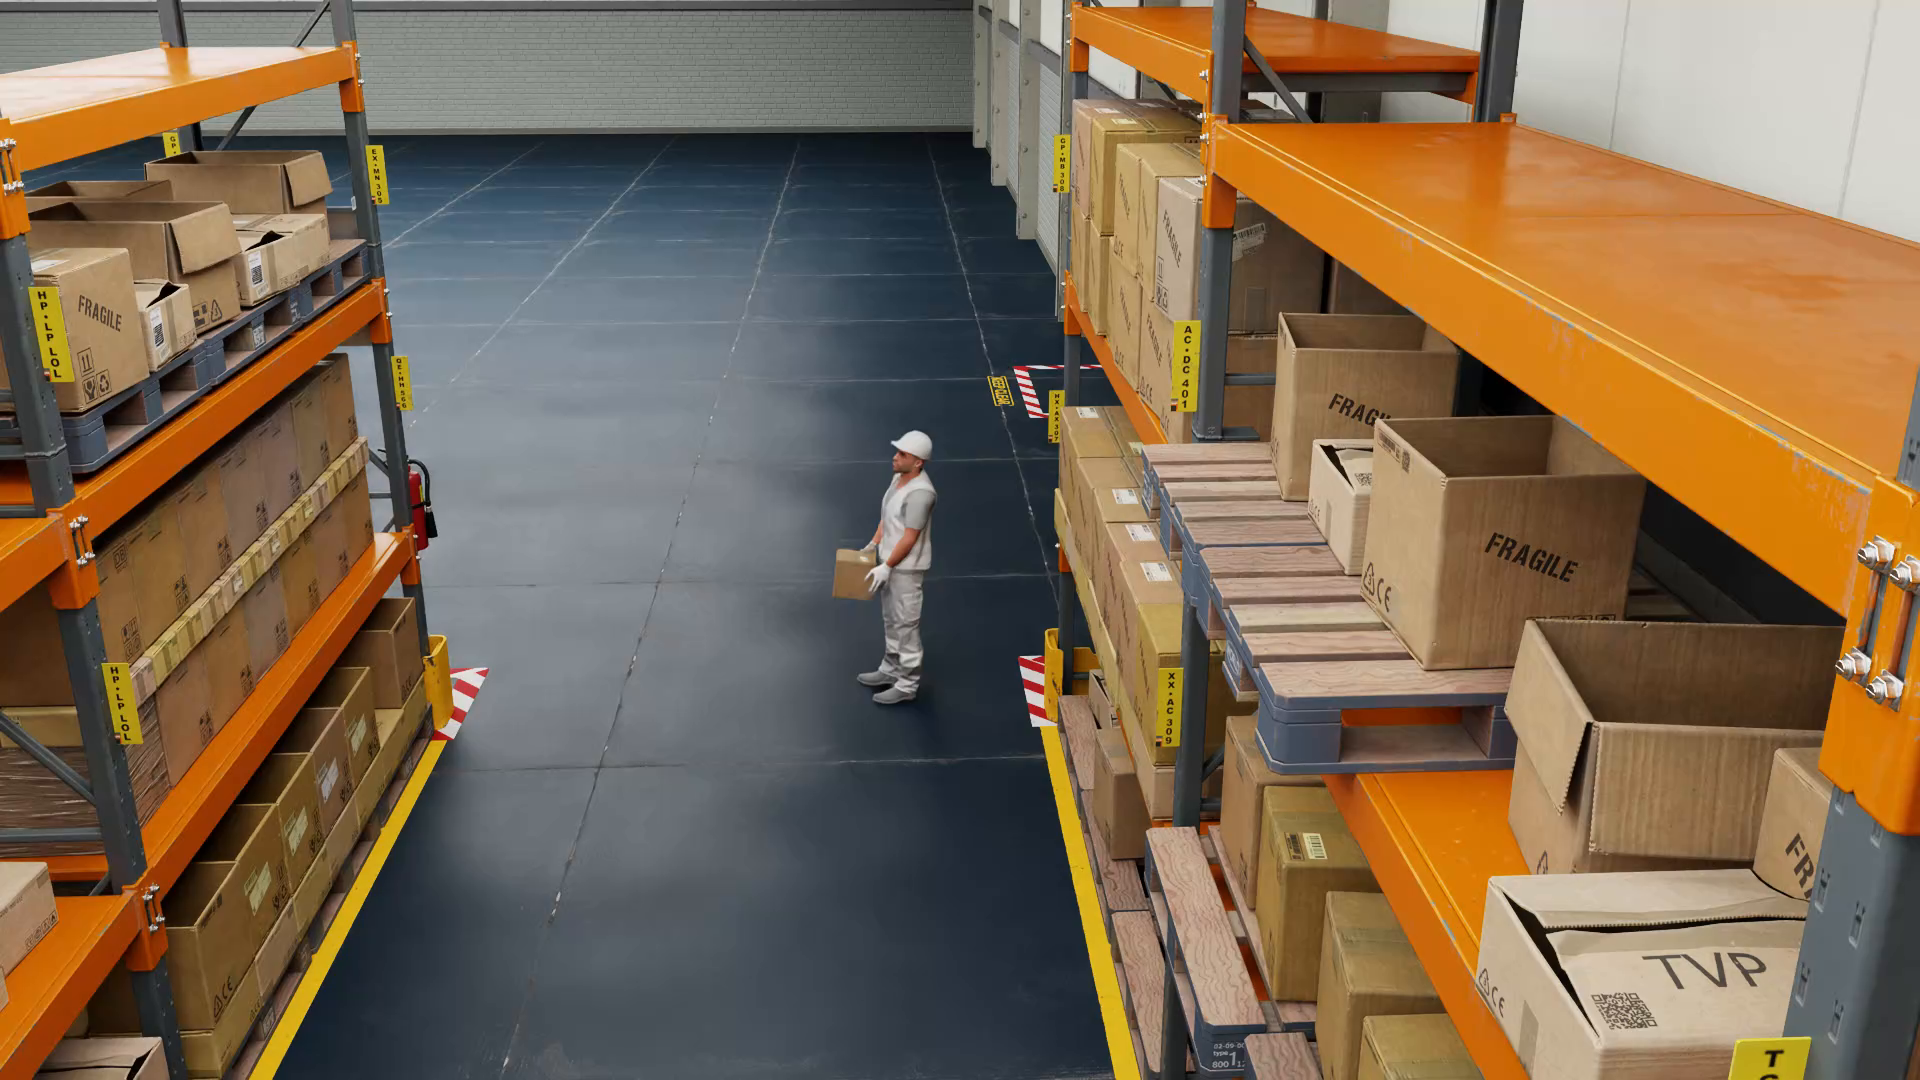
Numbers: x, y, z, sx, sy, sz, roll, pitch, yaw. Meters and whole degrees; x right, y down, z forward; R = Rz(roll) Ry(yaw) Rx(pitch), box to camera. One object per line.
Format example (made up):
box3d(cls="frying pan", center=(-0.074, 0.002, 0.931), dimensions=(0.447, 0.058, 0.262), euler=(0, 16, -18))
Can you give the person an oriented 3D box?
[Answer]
box3d(cls="person", center=(-0.413, 0.168, 10.559), dimensions=(0.480, 1.794, 0.561), euler=(-6, 21, -16))
